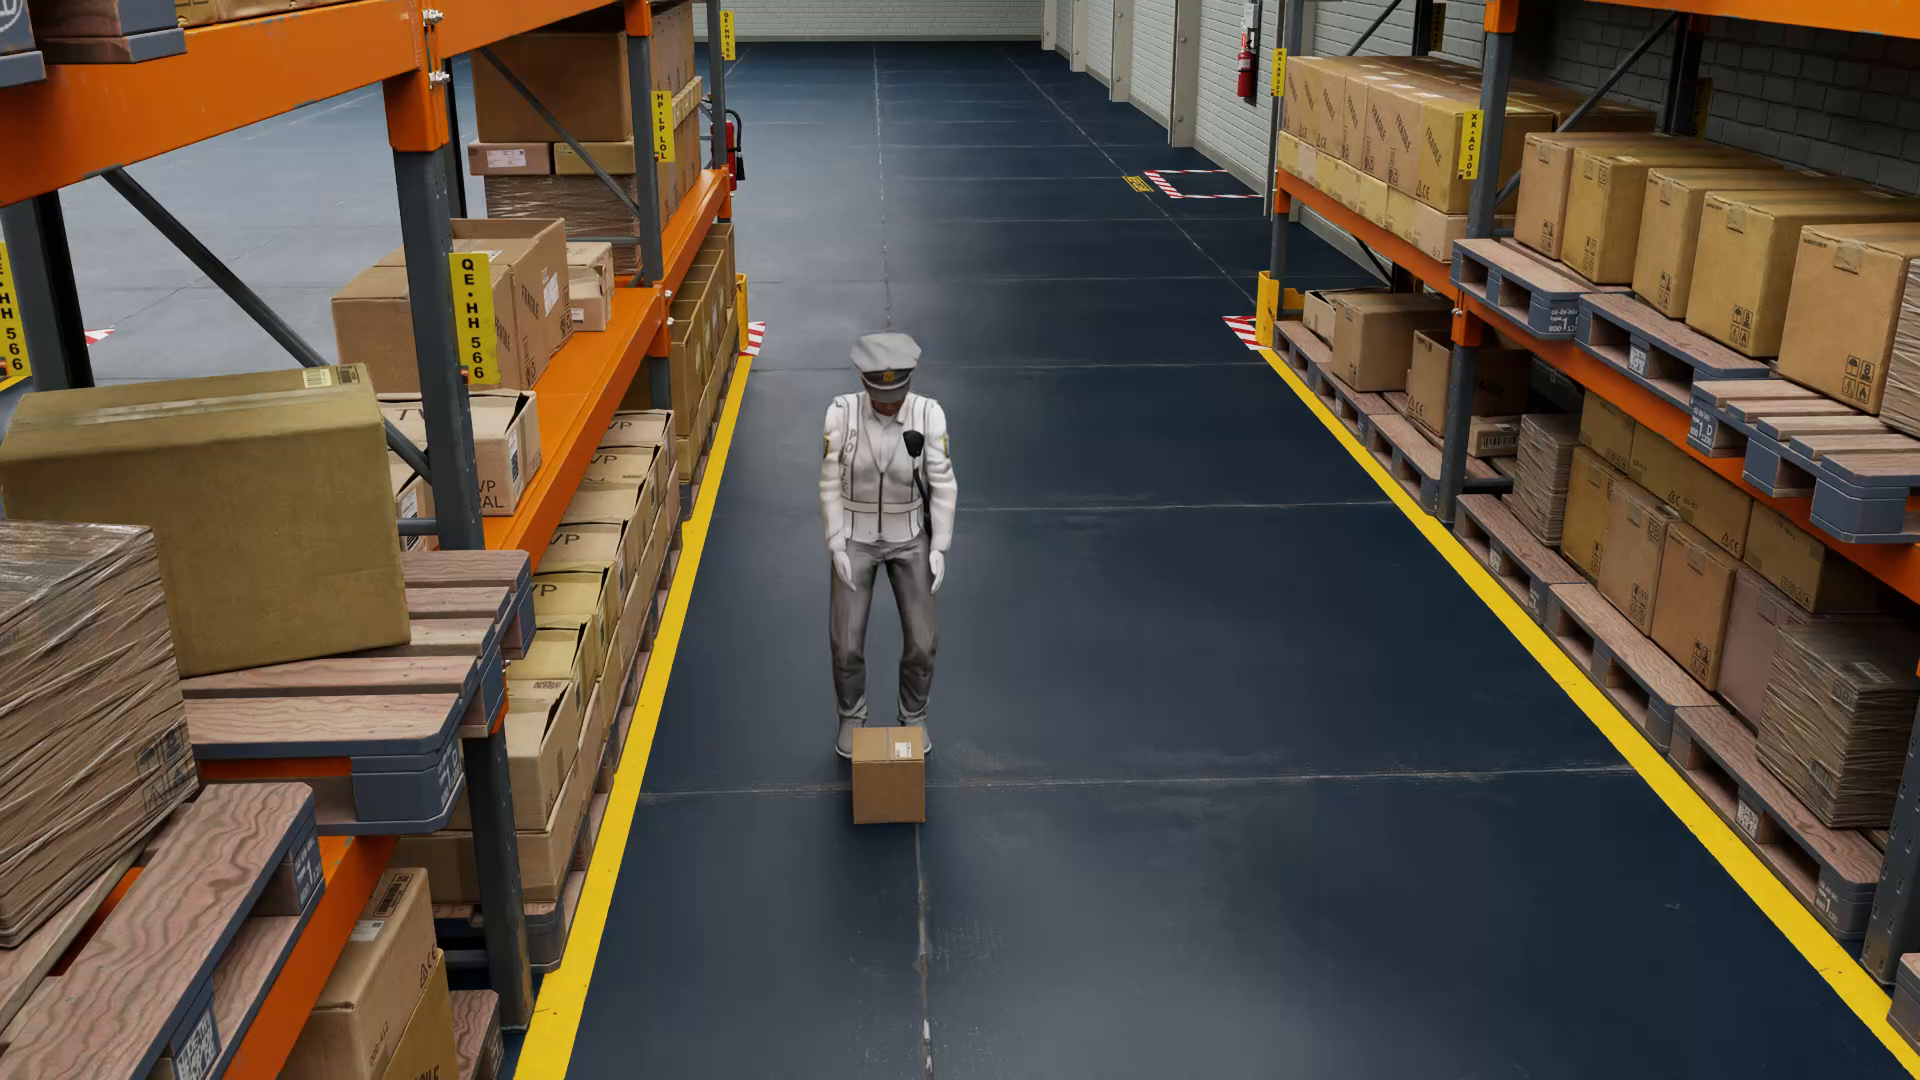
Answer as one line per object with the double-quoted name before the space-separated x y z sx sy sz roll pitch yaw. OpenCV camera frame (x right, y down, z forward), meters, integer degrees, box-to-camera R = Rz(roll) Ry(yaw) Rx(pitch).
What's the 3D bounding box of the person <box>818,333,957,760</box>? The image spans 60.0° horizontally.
"person" -0.260 0.033 6.075 0.504 1.616 0.465 -1 21 -2
